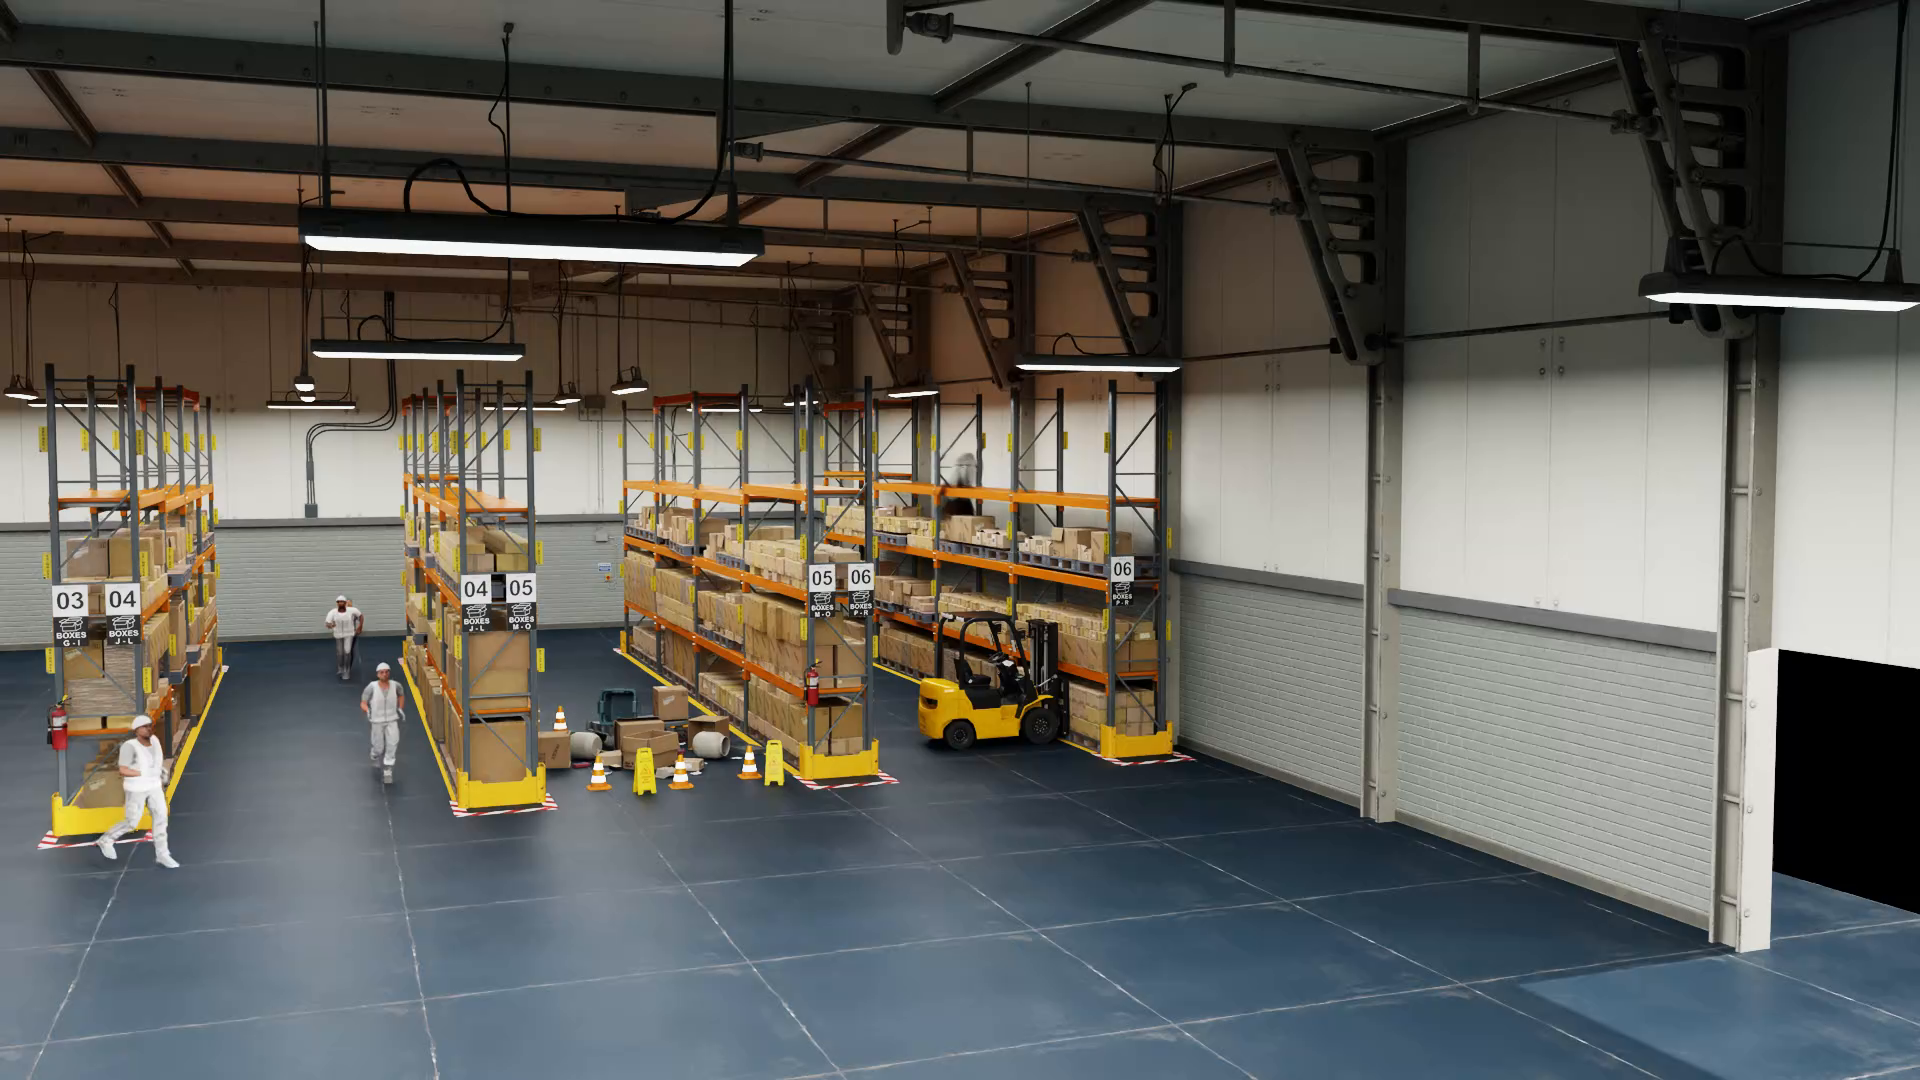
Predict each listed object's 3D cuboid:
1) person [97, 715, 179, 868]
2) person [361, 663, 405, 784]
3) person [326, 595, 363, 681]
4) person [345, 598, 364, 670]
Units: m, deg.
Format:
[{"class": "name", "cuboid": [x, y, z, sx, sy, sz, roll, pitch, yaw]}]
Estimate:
[{"class": "person", "cuboid": [-9.691, 2.958, 19.657, 0.995, 1.792, 0.693, 1, 4, 19]}, {"class": "person", "cuboid": [-8.536, 2.682, 24.631, 0.643, 1.758, 0.873, -2, 4, -29]}, {"class": "person", "cuboid": [-13.032, 2.069, 35.207, 0.711, 1.813, 0.893, -1, 3, -11]}, {"class": "person", "cuboid": [-13.348, 2.077, 36.238, 0.610, 1.617, 0.565, -1, 3, -9]}]
